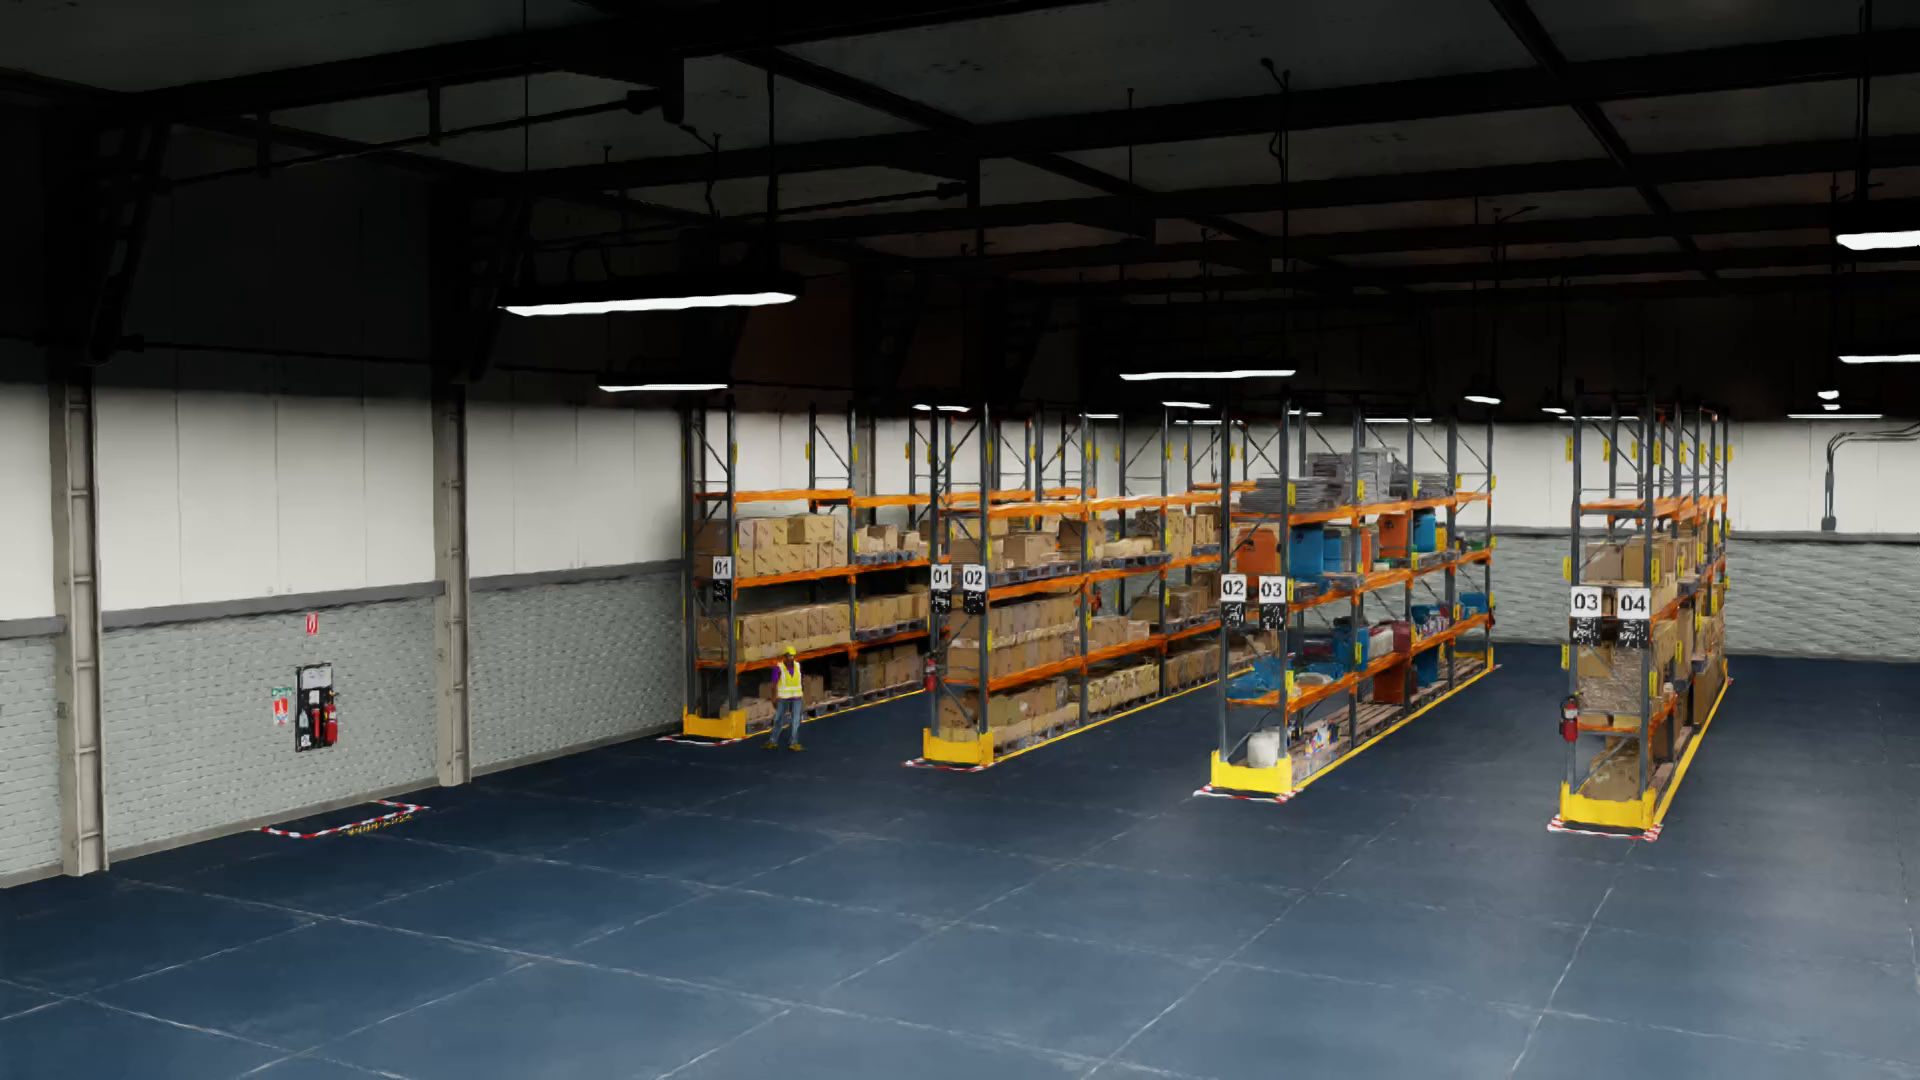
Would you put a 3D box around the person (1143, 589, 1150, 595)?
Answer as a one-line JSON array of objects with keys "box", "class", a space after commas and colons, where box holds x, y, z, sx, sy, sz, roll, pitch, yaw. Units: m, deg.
[{"box": [4.727, 2.001, 41.959, 0.592, 1.604, 0.518, 1, 3, 25], "class": "person"}]

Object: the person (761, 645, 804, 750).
[{"box": [-2.986, 2.655, 28.015, 0.722, 1.756, 0.481, -1, 3, -19], "class": "person"}]
